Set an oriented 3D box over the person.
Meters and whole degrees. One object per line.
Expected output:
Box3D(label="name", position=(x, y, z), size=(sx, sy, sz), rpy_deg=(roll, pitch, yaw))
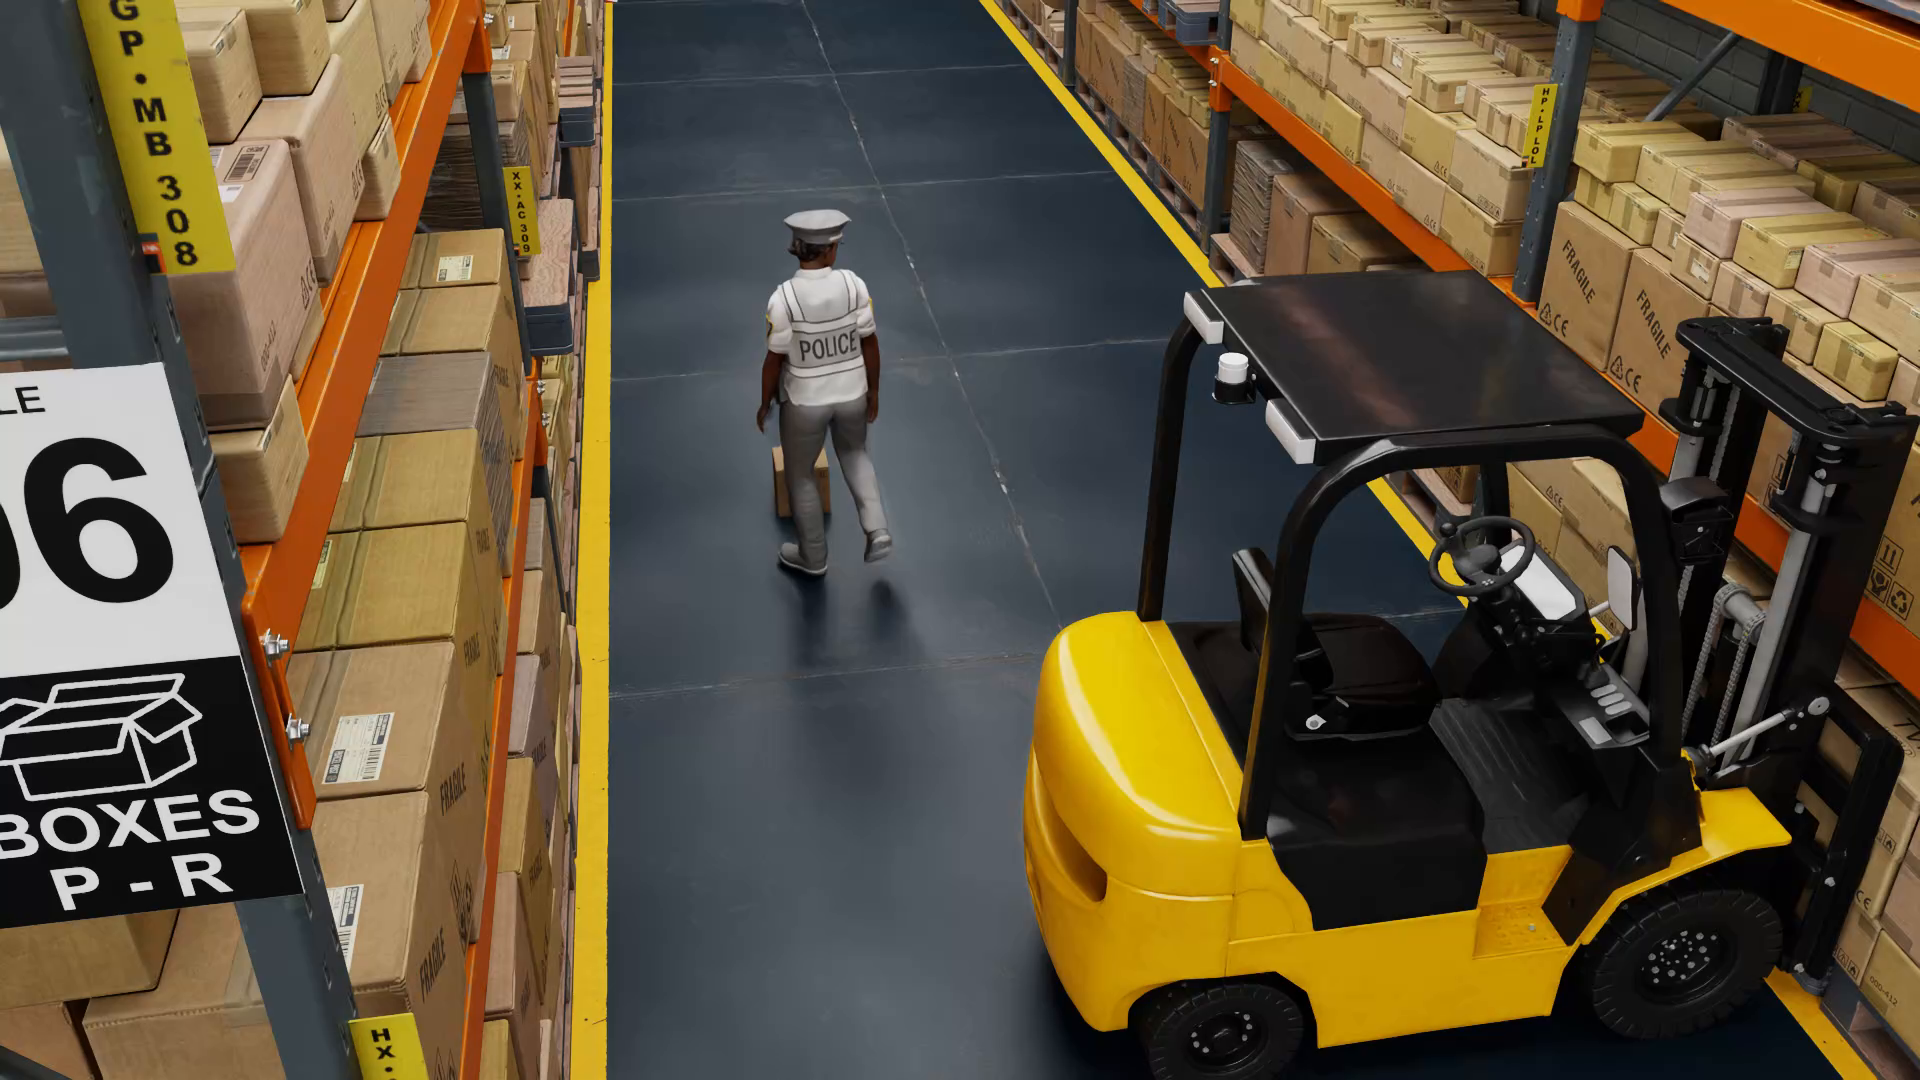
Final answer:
Box3D(label="person", position=(-0.577, -0.575, 7.058), size=(0.500, 1.655, 0.498), rpy_deg=(-17, 35, -25))
